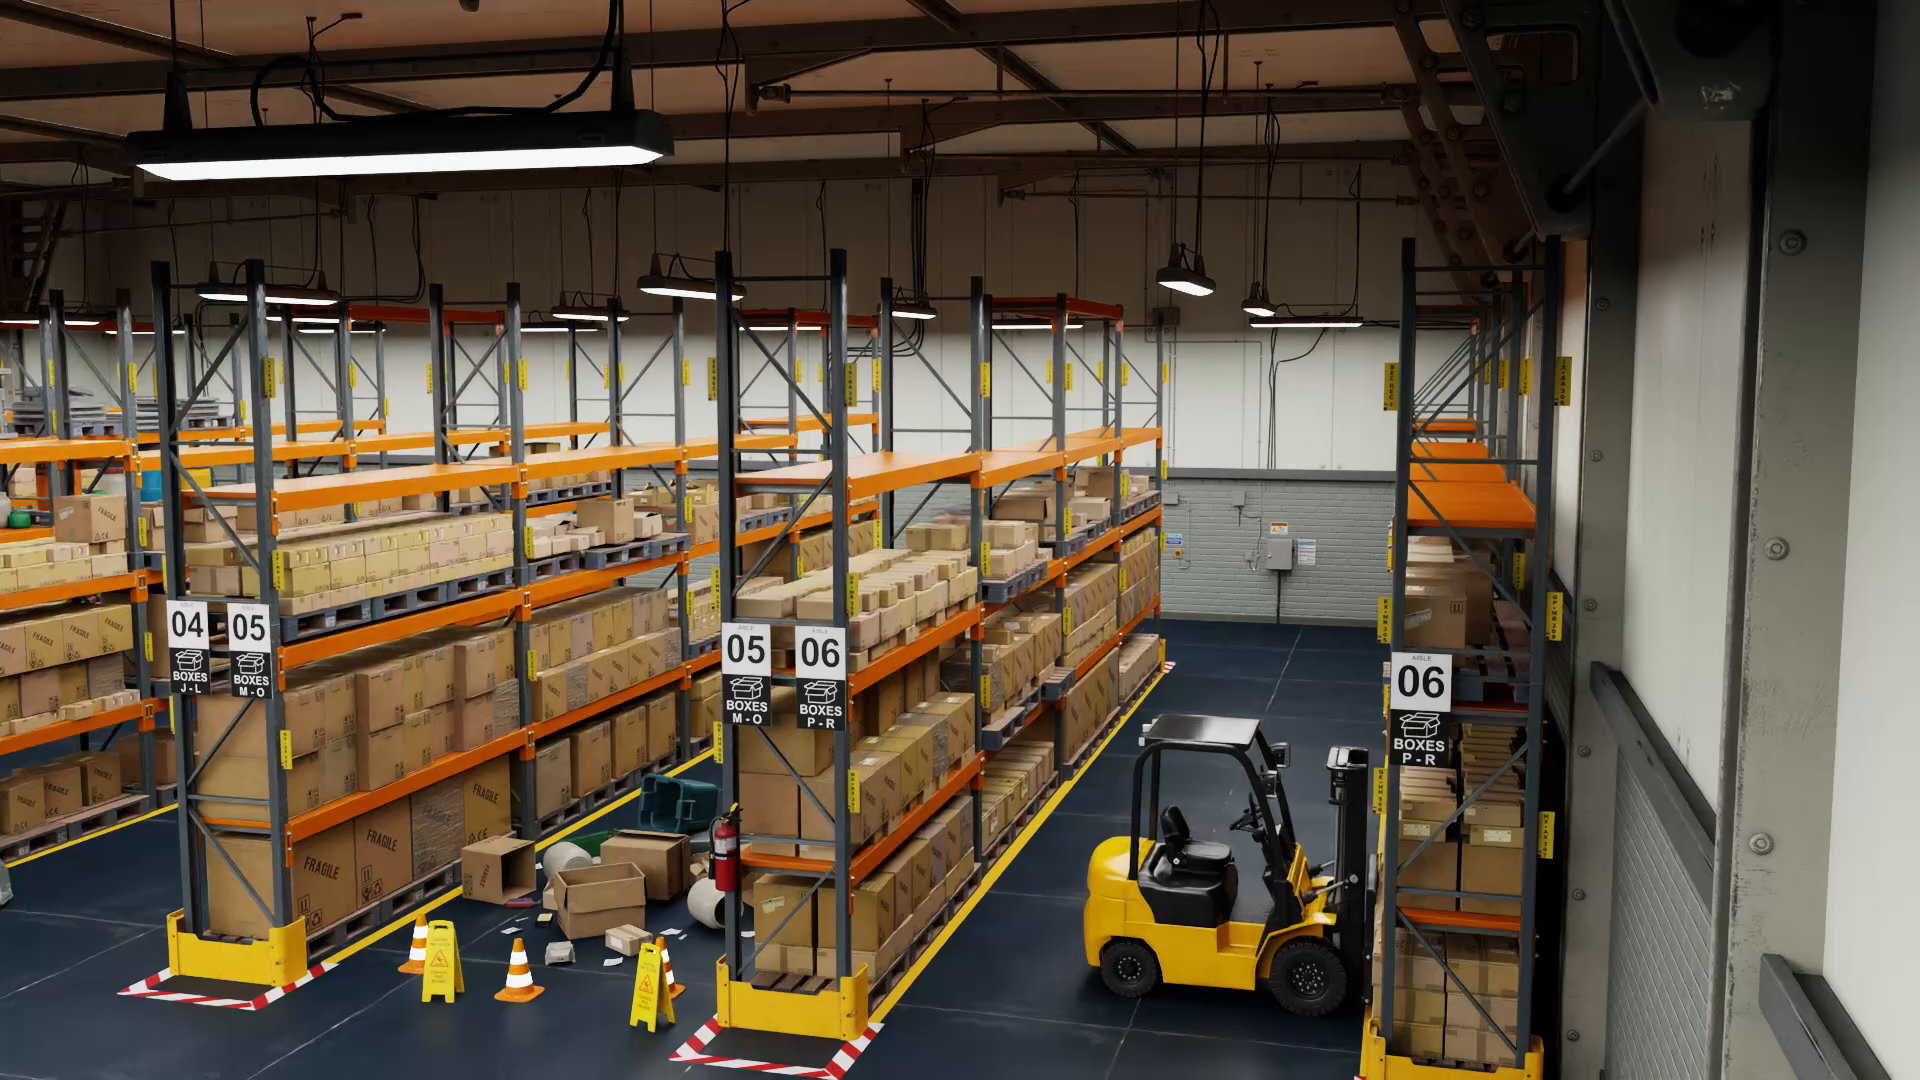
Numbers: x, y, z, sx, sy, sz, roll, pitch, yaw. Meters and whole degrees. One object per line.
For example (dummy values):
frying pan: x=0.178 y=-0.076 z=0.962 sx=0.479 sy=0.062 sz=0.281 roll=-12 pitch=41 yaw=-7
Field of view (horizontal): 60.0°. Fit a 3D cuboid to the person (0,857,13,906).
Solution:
person: x=-9.248 y=2.700 z=15.482 sx=0.497 sy=1.625 sz=0.941 roll=0 pitch=6 yaw=4
